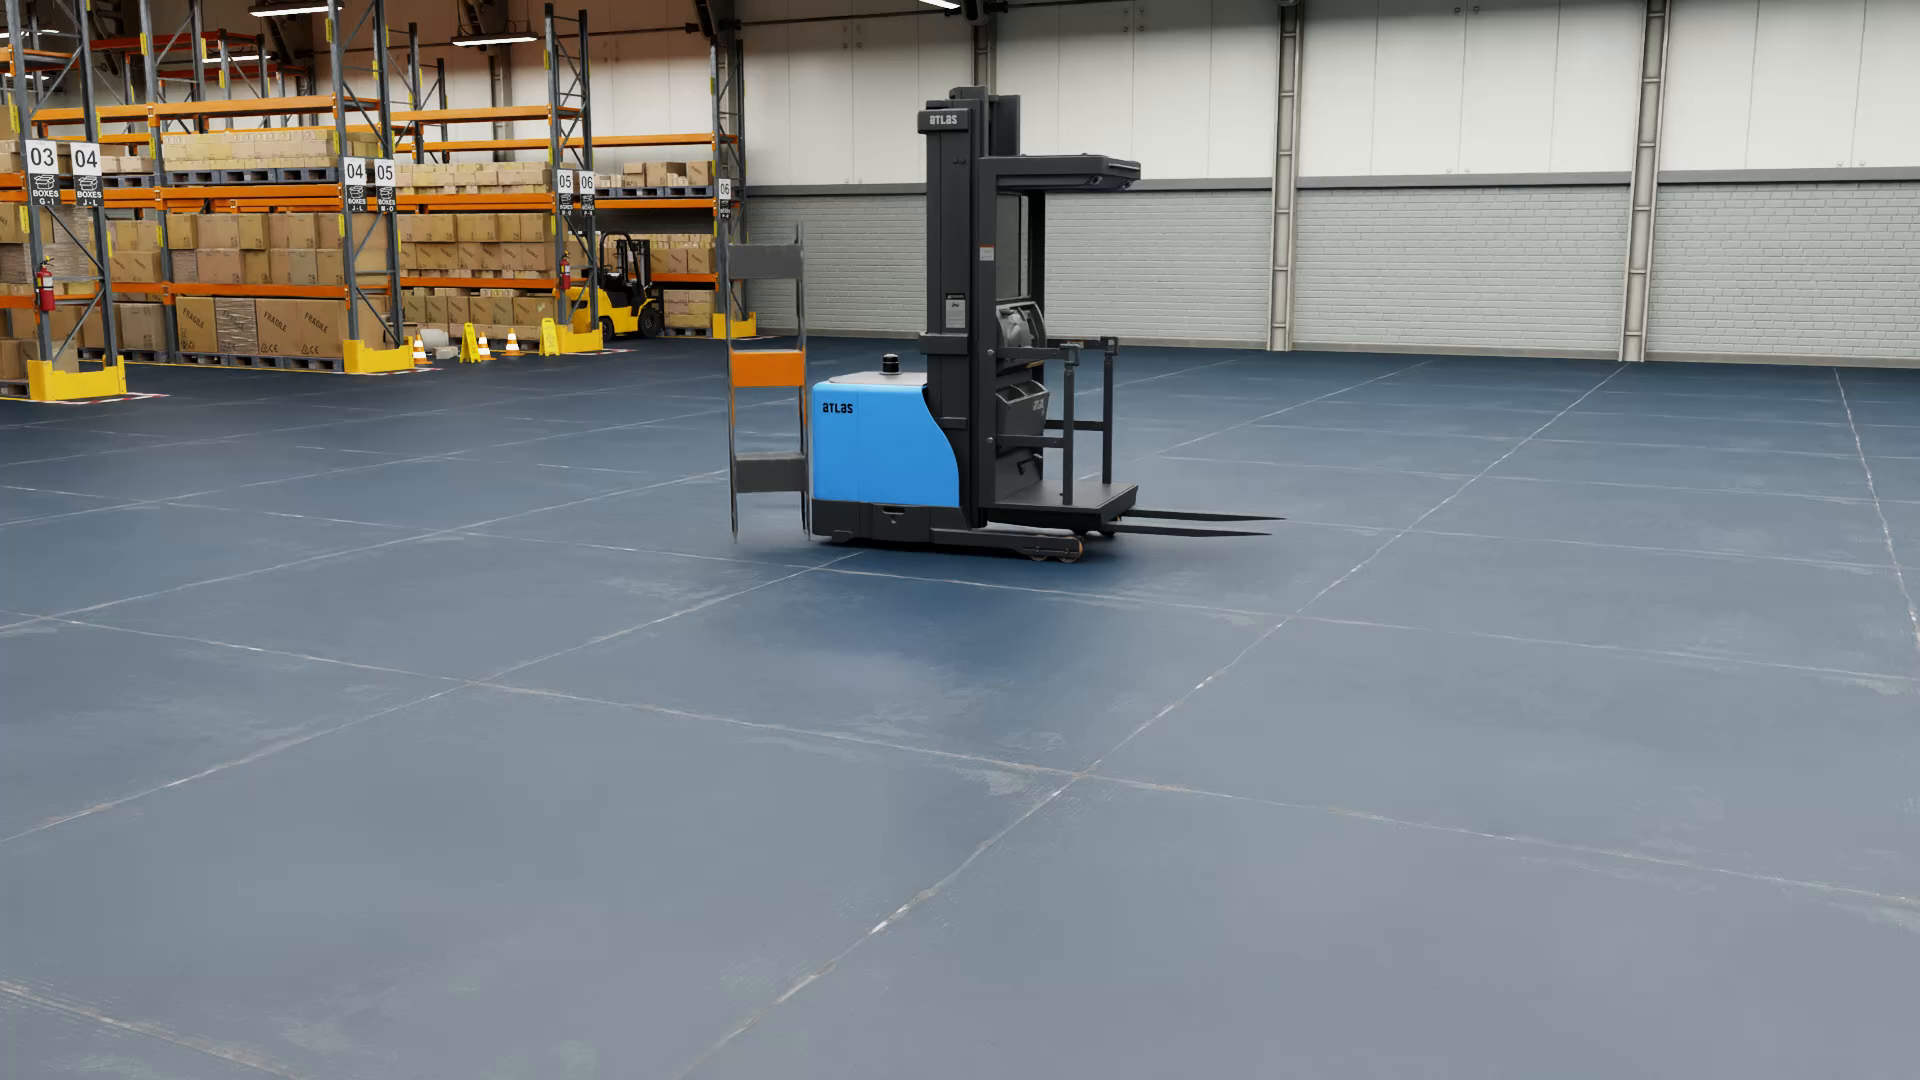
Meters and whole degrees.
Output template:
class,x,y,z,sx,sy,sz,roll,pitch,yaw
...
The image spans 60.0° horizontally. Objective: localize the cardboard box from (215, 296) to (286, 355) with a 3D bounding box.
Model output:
class,x,y,z,sx,sy,sz,roll,pitch,yaw
cardboard box,-11.231,-3.443,26.621,0.875,0.875,0.875,5,11,26

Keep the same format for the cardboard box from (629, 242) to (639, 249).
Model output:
class,x,y,z,sx,sy,sz,roll,pitch,yaw
cardboard box,-6.734,-6.181,34.859,0.250,0.149,0.380,5,11,25

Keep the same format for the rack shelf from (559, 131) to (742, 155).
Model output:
class,x,y,z,sx,sy,sz,roll,pitch,yaw
rack shelf,-6.488,-8.249,34.682,4.000,0.370,1.077,5,11,26

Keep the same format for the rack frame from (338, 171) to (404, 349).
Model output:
class,x,y,z,sx,sy,sz,roll,pitch,yaw
rack frame,-8.987,-4.098,25.452,0.127,3.000,1.000,5,11,26

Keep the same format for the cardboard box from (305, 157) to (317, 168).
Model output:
class,x,y,z,sx,sy,sz,roll,pitch,yaw
cardboard box,-9.660,-5.699,25.117,0.250,0.149,0.380,5,11,26

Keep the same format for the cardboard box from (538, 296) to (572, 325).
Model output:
class,x,y,z,sx,sy,sz,roll,pitch,yaw
cardboard box,-7.510,-4.229,30.610,0.500,0.500,0.500,5,11,24

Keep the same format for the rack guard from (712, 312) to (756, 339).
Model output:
class,x,y,z,sx,sy,sz,roll,pitch,yaw
rack guard,-4.673,-4.458,34.458,0.348,0.500,1.175,5,11,26

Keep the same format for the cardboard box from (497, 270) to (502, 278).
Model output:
class,x,y,z,sx,sy,sz,roll,pitch,yaw
cardboard box,-8.226,-4.852,30.324,0.250,0.149,0.380,5,11,27

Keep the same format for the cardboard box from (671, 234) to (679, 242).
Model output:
class,x,y,z,sx,sy,sz,roll,pitch,yaw
cardboard box,-5.781,-6.261,34.467,0.250,0.149,0.380,5,11,26

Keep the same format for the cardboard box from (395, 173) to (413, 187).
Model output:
class,x,y,z,sx,sy,sz,roll,pitch,yaw
cardboard box,-10.201,-6.682,30.892,0.500,0.250,0.500,5,11,25

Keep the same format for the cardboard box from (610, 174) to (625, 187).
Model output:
class,x,y,z,sx,sy,sz,roll,pitch,yaw
cardboard box,-7.085,-7.505,34.772,0.258,0.266,0.396,5,11,24

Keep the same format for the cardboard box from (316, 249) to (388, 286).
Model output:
class,x,y,z,sx,sy,sz,roll,pitch,yaw
cardboard box,-9.339,-4.194,25.560,0.550,0.550,0.875,5,11,26

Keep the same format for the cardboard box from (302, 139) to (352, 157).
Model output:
class,x,y,z,sx,sy,sz,roll,pitch,yaw
cardboard box,-9.549,-5.897,25.092,0.500,0.250,0.500,5,11,27

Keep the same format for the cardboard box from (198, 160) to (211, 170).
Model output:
class,x,y,z,sx,sy,sz,roll,pitch,yaw
cardboard box,-11.717,-5.879,26.114,0.250,0.149,0.380,5,11,25

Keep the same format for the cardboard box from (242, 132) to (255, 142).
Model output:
class,x,y,z,sx,sy,sz,roll,pitch,yaw
cardboard box,-10.807,-6.191,25.601,0.250,0.149,0.380,5,11,26

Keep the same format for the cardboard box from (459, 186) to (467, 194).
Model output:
class,x,y,z,sx,sy,sz,roll,pitch,yaw
cardboard box,-8.918,-6.379,30.335,0.250,0.149,0.380,5,11,26

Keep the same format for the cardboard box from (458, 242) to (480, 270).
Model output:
class,x,y,z,sx,sy,sz,roll,pitch,yaw
cardboard box,-8.836,-5.214,30.502,0.500,0.500,0.500,5,11,26

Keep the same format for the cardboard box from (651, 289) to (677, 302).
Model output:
class,x,y,z,sx,sy,sz,roll,pitch,yaw
cardboard box,-6.162,-5.099,34.718,0.500,0.250,0.500,5,11,27

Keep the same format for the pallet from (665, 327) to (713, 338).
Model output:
class,x,y,z,sx,sy,sz,roll,pitch,yaw
pallet,-5.398,-4.371,34.790,1.213,0.211,1.003,5,11,26

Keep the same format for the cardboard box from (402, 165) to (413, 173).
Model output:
class,x,y,z,sx,sy,sz,roll,pitch,yaw
cardboard box,-10.090,-6.864,30.777,0.250,0.149,0.380,5,12,28

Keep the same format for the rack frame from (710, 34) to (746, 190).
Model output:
class,x,y,z,sx,sy,sz,roll,pitch,yaw
rack frame,-4.694,-8.642,33.712,0.127,3.000,1.000,5,11,26

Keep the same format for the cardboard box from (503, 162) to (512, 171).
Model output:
class,x,y,z,sx,sy,sz,roll,pitch,yaw
cardboard box,-7.977,-6.693,29.832,0.250,0.149,0.380,5,11,26

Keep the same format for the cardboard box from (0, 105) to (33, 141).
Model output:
class,x,y,z,sx,sy,sz,roll,pitch,yaw
cardboard box,-12.484,-5.392,21.657,0.500,0.500,0.500,5,11,26

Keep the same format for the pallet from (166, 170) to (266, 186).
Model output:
class,x,y,z,sx,sy,sz,roll,pitch,yaw
pallet,-11.845,-5.780,26.569,1.213,0.211,1.003,5,11,26

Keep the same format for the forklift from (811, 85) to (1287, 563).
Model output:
class,x,y,z,sx,sy,sz,roll,pitch,yaw
forklift,0.587,-1.406,10.767,3.031,2.935,1.130,4,11,19

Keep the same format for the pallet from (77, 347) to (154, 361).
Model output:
class,x,y,z,sx,sy,sz,roll,pitch,yaw
pallet,-14.397,-3.186,28.241,1.213,0.211,1.003,5,11,26

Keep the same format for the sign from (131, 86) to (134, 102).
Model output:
class,x,y,z,sx,sy,sz,roll,pitch,yaw
sign,-17.419,-9.381,34.948,0.005,0.325,0.100,5,11,26

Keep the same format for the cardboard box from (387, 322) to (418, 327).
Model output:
class,x,y,z,sx,sy,sz,roll,pitch,yaw
cardboard box,-10.115,-3.681,30.161,0.500,0.500,0.500,-4,11,-23

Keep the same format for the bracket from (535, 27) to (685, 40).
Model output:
class,x,y,z,sx,sy,sz,roll,pitch,yaw
bracket,-7.760,-10.791,35.479,4.783,0.066,0.076,5,11,26

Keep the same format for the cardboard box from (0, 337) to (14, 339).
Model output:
class,x,y,z,sx,sy,sz,roll,pitch,yaw
cardboard box,-12.929,-2.437,22.110,0.500,0.500,0.500,6,12,31

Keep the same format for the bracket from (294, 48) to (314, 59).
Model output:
class,x,y,z,sx,sy,sz,roll,pitch,yaw
bracket,-15.466,-11.468,39.220,0.430,0.232,0.235,5,11,26

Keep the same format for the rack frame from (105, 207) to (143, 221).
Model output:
class,x,y,z,sx,sy,sz,roll,pitch,yaw
rack frame,-17.648,-5.842,35.089,0.127,3.000,1.000,5,11,26

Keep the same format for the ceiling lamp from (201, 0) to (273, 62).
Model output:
class,x,y,z,sx,sy,sz,roll,pitch,yaw
ceiling lamp,-15.676,-12.043,36.112,2.000,3.185,0.800,5,11,26

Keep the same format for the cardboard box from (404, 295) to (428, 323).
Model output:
class,x,y,z,sx,sy,sz,roll,pitch,yaw
cardboard box,-10.065,-4.345,31.251,0.500,0.500,0.500,6,12,29

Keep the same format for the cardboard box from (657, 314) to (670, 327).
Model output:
class,x,y,z,sx,sy,sz,roll,pitch,yaw
cardboard box,-6.142,-4.612,34.830,0.500,0.250,0.500,5,11,26

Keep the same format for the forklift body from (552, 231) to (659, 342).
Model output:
class,x,y,z,sx,sy,sz,roll,pitch,yaw
forklift body,-7.202,-5.130,33.537,1.214,2.155,2.313,5,11,26

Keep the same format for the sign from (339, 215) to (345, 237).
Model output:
class,x,y,z,sx,sy,sz,roll,pitch,yaw
sign,-9.239,-4.699,24.855,0.005,0.325,0.100,5,11,26

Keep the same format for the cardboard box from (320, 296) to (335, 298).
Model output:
class,x,y,z,sx,sy,sz,roll,pitch,yaw
cardboard box,-14.639,-5.498,39.023,0.500,0.500,0.500,5,11,25

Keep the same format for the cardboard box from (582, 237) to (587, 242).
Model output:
class,x,y,z,sx,sy,sz,roll,pitch,yaw
cardboard box,-7.844,-6.444,35.475,0.250,0.149,0.380,5,11,27

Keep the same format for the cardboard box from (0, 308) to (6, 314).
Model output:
class,x,y,z,sx,sy,sz,roll,pitch,yaw
cardboard box,-16.890,-4.086,29.120,0.500,0.250,0.500,5,11,24

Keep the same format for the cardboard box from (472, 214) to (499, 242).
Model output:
class,x,y,z,sx,sy,sz,roll,pitch,yaw
cardboard box,-8.395,-5.655,30.128,0.500,0.500,0.700,5,11,25

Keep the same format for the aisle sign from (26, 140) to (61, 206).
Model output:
class,x,y,z,sx,sy,sz,roll,pitch,yaw
aisle sign,-11.349,-4.541,20.596,0.004,0.787,0.394,5,11,26

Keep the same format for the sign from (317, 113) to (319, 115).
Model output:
class,x,y,z,sx,sy,sz,roll,pitch,yaw
sign,-15.215,-10.214,39.331,0.005,0.325,0.100,5,11,26

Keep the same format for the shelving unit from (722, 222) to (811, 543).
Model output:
class,x,y,z,sx,sy,sz,roll,pitch,yaw
shelving unit,-1.295,-1.054,11.132,0.503,2.100,0.431,-2,10,-10

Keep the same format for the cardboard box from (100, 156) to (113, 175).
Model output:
class,x,y,z,sx,sy,sz,roll,pitch,yaw
cardboard box,-14.243,-6.204,27.457,0.500,0.311,0.500,5,11,24

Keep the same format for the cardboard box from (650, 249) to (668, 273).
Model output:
class,x,y,z,sx,sy,sz,roll,pitch,yaw
cardboard box,-6.172,-5.819,34.676,0.500,0.500,0.500,5,11,25

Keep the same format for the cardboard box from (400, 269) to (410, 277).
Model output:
class,x,y,z,sx,sy,sz,roll,pitch,yaw
cardboard box,-10.334,-5.012,31.208,0.250,0.149,0.380,5,11,26

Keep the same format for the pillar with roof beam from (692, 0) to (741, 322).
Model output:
class,x,y,z,sx,sy,sz,roll,pitch,yaw
pillar with roof beam,-6.825,-8.153,31.011,0.548,9.000,9.100,5,11,26

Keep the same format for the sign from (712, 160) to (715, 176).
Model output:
class,x,y,z,sx,sy,sz,roll,pitch,yaw
sign,-4.947,-7.477,33.434,0.005,0.325,0.100,5,11,26

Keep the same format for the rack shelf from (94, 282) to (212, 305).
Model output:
class,x,y,z,sx,sy,sz,roll,pitch,yaw
rack shelf,-14.367,-4.217,28.128,4.000,0.370,1.077,5,11,26

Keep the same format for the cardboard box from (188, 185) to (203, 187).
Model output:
class,x,y,z,sx,sy,sz,roll,pitch,yaw
cardboard box,-15.033,-7.307,33.297,0.500,0.500,0.700,4,11,23

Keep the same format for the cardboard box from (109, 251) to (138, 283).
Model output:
class,x,y,z,sx,sy,sz,roll,pitch,yaw
cardboard box,-13.613,-4.501,27.396,0.500,0.500,0.500,5,11,25

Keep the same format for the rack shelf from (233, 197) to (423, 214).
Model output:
class,x,y,z,sx,sy,sz,roll,pitch,yaw
rack shelf,-12.268,-6.492,32.273,4.000,0.370,1.077,5,11,26
